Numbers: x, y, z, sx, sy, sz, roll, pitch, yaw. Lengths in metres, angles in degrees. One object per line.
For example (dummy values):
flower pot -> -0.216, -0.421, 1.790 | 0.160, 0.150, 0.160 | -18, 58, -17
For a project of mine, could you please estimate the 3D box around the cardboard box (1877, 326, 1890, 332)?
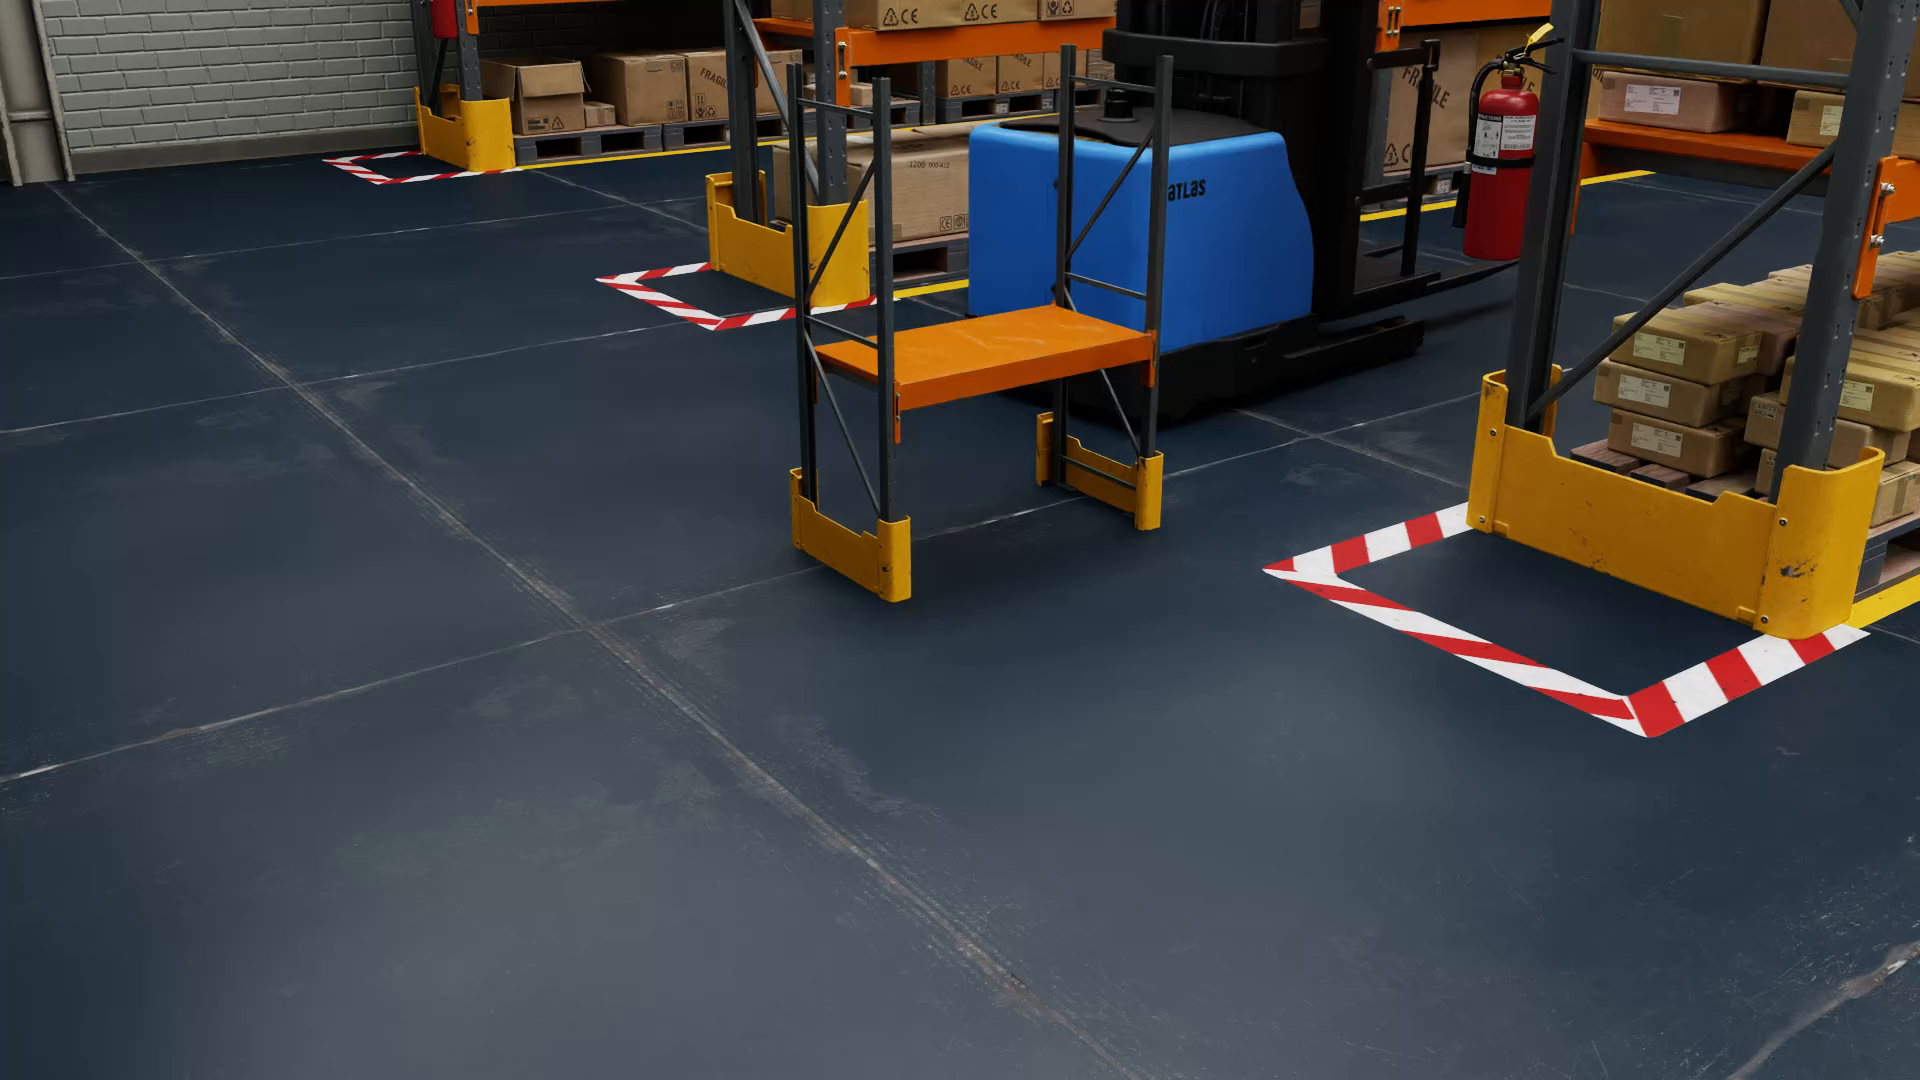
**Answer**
cardboard box -> 3.172, -0.735, 6.070 | 0.250, 0.149, 0.380 | -14, 26, -32

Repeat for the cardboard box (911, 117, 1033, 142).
cardboard box -> 0.319, -2.143, 9.609 | 0.875, 0.438, 0.875 | -14, 26, -31

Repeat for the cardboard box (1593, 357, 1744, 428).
cardboard box -> 2.339, -0.506, 5.496 | 0.250, 0.149, 0.380 | -16, 27, -34

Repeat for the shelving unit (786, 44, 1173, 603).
shelving unit -> 0.062, -0.713, 5.160 | 1.083, 1.500, 0.587 | -15, 26, -33

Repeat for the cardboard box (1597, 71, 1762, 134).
cardboard box -> 2.177, -1.336, 5.036 | 0.250, 0.149, 0.380 | -15, 26, -33

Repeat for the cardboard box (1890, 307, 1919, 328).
cardboard box -> 3.287, -0.646, 5.445 | 0.250, 0.149, 0.380 | -16, 27, -35

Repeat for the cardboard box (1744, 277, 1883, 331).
cardboard box -> 2.980, -0.803, 5.839 | 0.250, 0.149, 0.380 | -16, 27, -35

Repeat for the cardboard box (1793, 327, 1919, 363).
cardboard box -> 2.854, -0.551, 5.208 | 0.250, 0.149, 0.380 | -14, 26, -32

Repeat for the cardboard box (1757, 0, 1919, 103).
cardboard box -> 2.603, -1.495, 4.561 | 0.500, 0.500, 0.500 | -14, 25, -30

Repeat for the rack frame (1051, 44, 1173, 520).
rack frame -> 0.482, -0.825, 5.440 | 0.032, 1.500, 0.500 | -15, 26, -33

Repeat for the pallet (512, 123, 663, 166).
pallet -> -3.089, -3.151, 13.008 | 1.213, 0.211, 1.003 | -15, 26, -33

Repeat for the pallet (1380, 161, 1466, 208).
pallet -> 2.933, -2.525, 11.438 | 1.213, 0.211, 1.003 | -15, 26, -33

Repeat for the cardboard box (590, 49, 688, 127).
cardboard box -> -2.529, -3.568, 13.097 | 0.500, 0.500, 0.700 | -14, 26, -31

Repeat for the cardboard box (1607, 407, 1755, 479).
cardboard box -> 2.383, -0.344, 5.492 | 0.250, 0.149, 0.380 | -14, 26, -32

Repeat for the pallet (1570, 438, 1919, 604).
pallet -> 2.819, -0.183, 5.571 | 1.213, 0.211, 1.003 | -15, 26, -33

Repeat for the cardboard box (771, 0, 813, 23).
cardboard box -> -0.659, -2.995, 8.719 | 0.500, 0.500, 0.500 | -15, 26, -33

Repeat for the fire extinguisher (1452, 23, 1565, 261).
fire extinguisher -> 1.603, -1.172, 4.894 | 0.183, 0.674, 0.296 | -15, 26, -33

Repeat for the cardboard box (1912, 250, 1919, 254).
cardboard box -> 3.863, -1.009, 6.354 | 0.250, 0.149, 0.380 | -16, 27, -35

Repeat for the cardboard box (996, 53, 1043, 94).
cardboard box -> 0.400, -4.312, 14.961 | 0.500, 0.500, 0.500 | -15, 26, -34

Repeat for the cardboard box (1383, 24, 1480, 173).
cardboard box -> 2.808, -2.996, 11.158 | 0.875, 0.875, 0.875 | -14, 26, -31

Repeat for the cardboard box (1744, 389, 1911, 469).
cardboard box -> 2.652, -0.342, 5.085 | 0.250, 0.149, 0.380 | -14, 26, -31

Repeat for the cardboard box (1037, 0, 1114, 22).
cardboard box -> 0.479, -3.051, 8.859 | 0.500, 0.500, 0.500 | -15, 26, -33

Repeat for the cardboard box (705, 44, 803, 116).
cardboard box -> -1.687, -3.793, 13.660 | 0.500, 0.500, 0.700 | -16, 27, -35

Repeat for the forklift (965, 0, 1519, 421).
forklift -> 1.451, -2.267, 7.123 | 3.031, 2.935, 1.130 | -19, 28, -39

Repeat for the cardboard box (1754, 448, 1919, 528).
cardboard box -> 2.689, -0.185, 5.092 | 0.250, 0.149, 0.380 | -14, 26, -32

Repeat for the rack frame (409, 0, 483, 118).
rack frame -> -3.798, -4.257, 12.016 | 0.127, 3.000, 1.000 | -15, 26, -33

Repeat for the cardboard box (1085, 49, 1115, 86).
cardboard box -> 1.232, -4.529, 15.505 | 0.500, 0.500, 0.500 | -16, 27, -35

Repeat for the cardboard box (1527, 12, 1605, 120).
cardboard box -> 4.262, -3.388, 12.139 | 0.875, 0.875, 0.875 | -15, 26, -32

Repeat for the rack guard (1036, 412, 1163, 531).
rack guard -> 0.466, -0.240, 5.662 | 0.087, 0.250, 0.587 | -15, 26, -33

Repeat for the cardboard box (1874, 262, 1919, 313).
cardboard box -> 3.444, -0.902, 6.086 | 0.250, 0.149, 0.380 | -16, 27, -35

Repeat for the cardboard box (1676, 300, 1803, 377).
cardboard box -> 2.596, -0.672, 5.510 | 0.250, 0.149, 0.380 | -14, 26, -32

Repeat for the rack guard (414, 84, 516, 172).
rack guard -> -3.736, -3.112, 12.521 | 0.348, 0.500, 1.175 | -15, 26, -33

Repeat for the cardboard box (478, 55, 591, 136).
cardboard box -> -3.246, -3.396, 12.662 | 0.637, 0.503, 0.797 | -16, 27, -35

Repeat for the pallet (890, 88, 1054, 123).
pallet -> 0.087, -4.015, 15.173 | 1.213, 0.211, 1.003 | -15, 26, -33

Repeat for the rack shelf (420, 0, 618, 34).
rack shelf -> -2.174, -4.355, 13.235 | 4.000, 0.370, 1.077 | -15, 26, -33

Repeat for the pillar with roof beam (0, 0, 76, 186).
pillar with roof beam -> -3.999, -5.435, 6.876 | 0.400, 9.000, 9.100 | -15, 26, -33

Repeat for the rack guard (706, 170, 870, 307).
rack guard -> -0.915, -1.598, 8.726 | 0.348, 0.500, 1.175 | -15, 26, -33

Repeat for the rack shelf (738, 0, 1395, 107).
rack shelf -> 0.728, -2.863, 9.494 | 4.000, 0.370, 1.077 | -15, 26, -33

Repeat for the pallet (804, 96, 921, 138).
pallet -> -1.109, -3.679, 14.331 | 1.213, 0.211, 1.003 | -15, 26, -33

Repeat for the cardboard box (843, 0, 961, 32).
cardboard box -> -0.339, -2.828, 8.302 | 0.500, 0.500, 0.500 | -15, 26, -33

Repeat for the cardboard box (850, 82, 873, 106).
cardboard box -> -0.832, -3.784, 14.113 | 0.250, 0.149, 0.380 | -16, 27, -34

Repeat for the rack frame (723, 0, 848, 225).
rack frame -> -0.896, -2.764, 8.276 | 0.127, 3.000, 1.000 | -15, 26, -33
